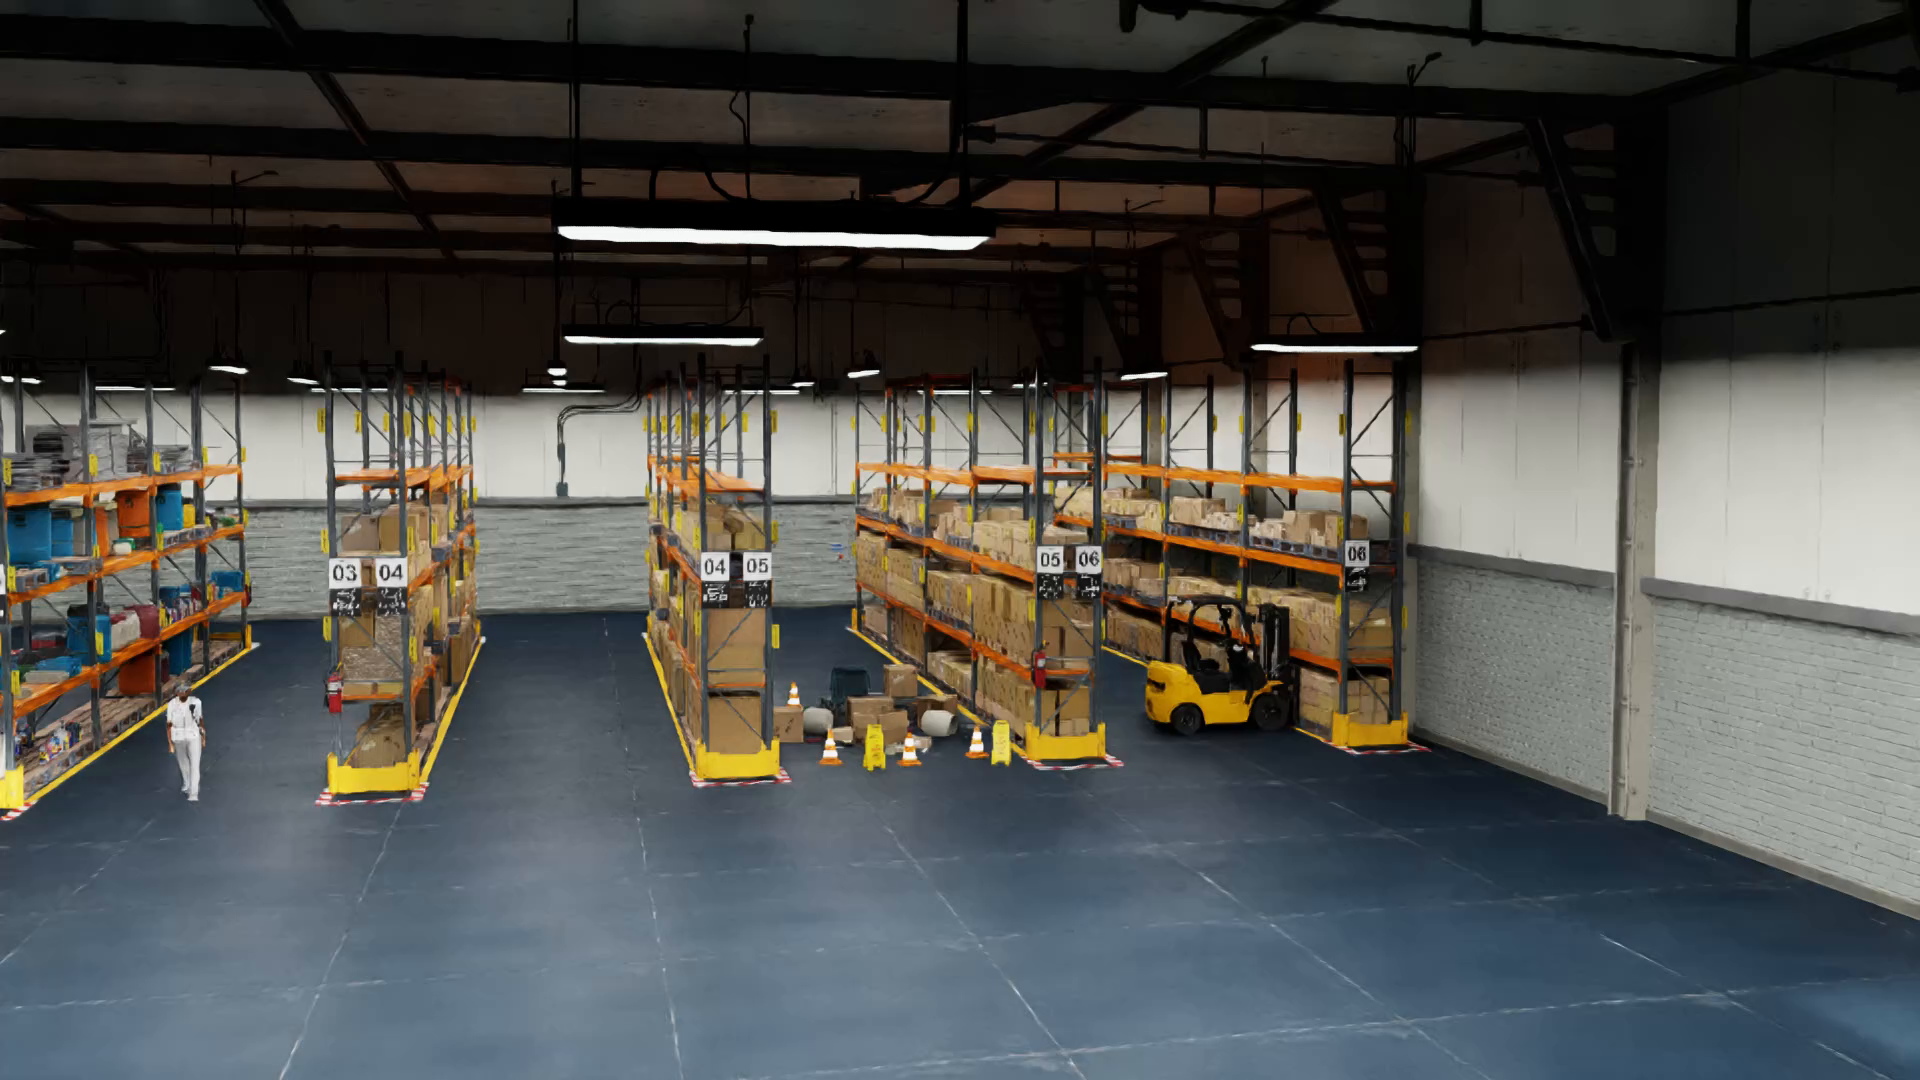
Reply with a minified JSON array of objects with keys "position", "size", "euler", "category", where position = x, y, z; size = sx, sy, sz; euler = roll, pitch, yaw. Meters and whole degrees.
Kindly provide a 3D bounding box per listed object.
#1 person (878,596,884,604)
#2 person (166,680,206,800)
[{"position":[-1.892,1.239,42.199],"size":[0.679,1.659,0.491],"euler":[-4,5,-42],"category":"person"},{"position":[-10.363,2.641,22.247],"size":[0.455,1.588,1.089],"euler":[-1,4,-15],"category":"person"}]
